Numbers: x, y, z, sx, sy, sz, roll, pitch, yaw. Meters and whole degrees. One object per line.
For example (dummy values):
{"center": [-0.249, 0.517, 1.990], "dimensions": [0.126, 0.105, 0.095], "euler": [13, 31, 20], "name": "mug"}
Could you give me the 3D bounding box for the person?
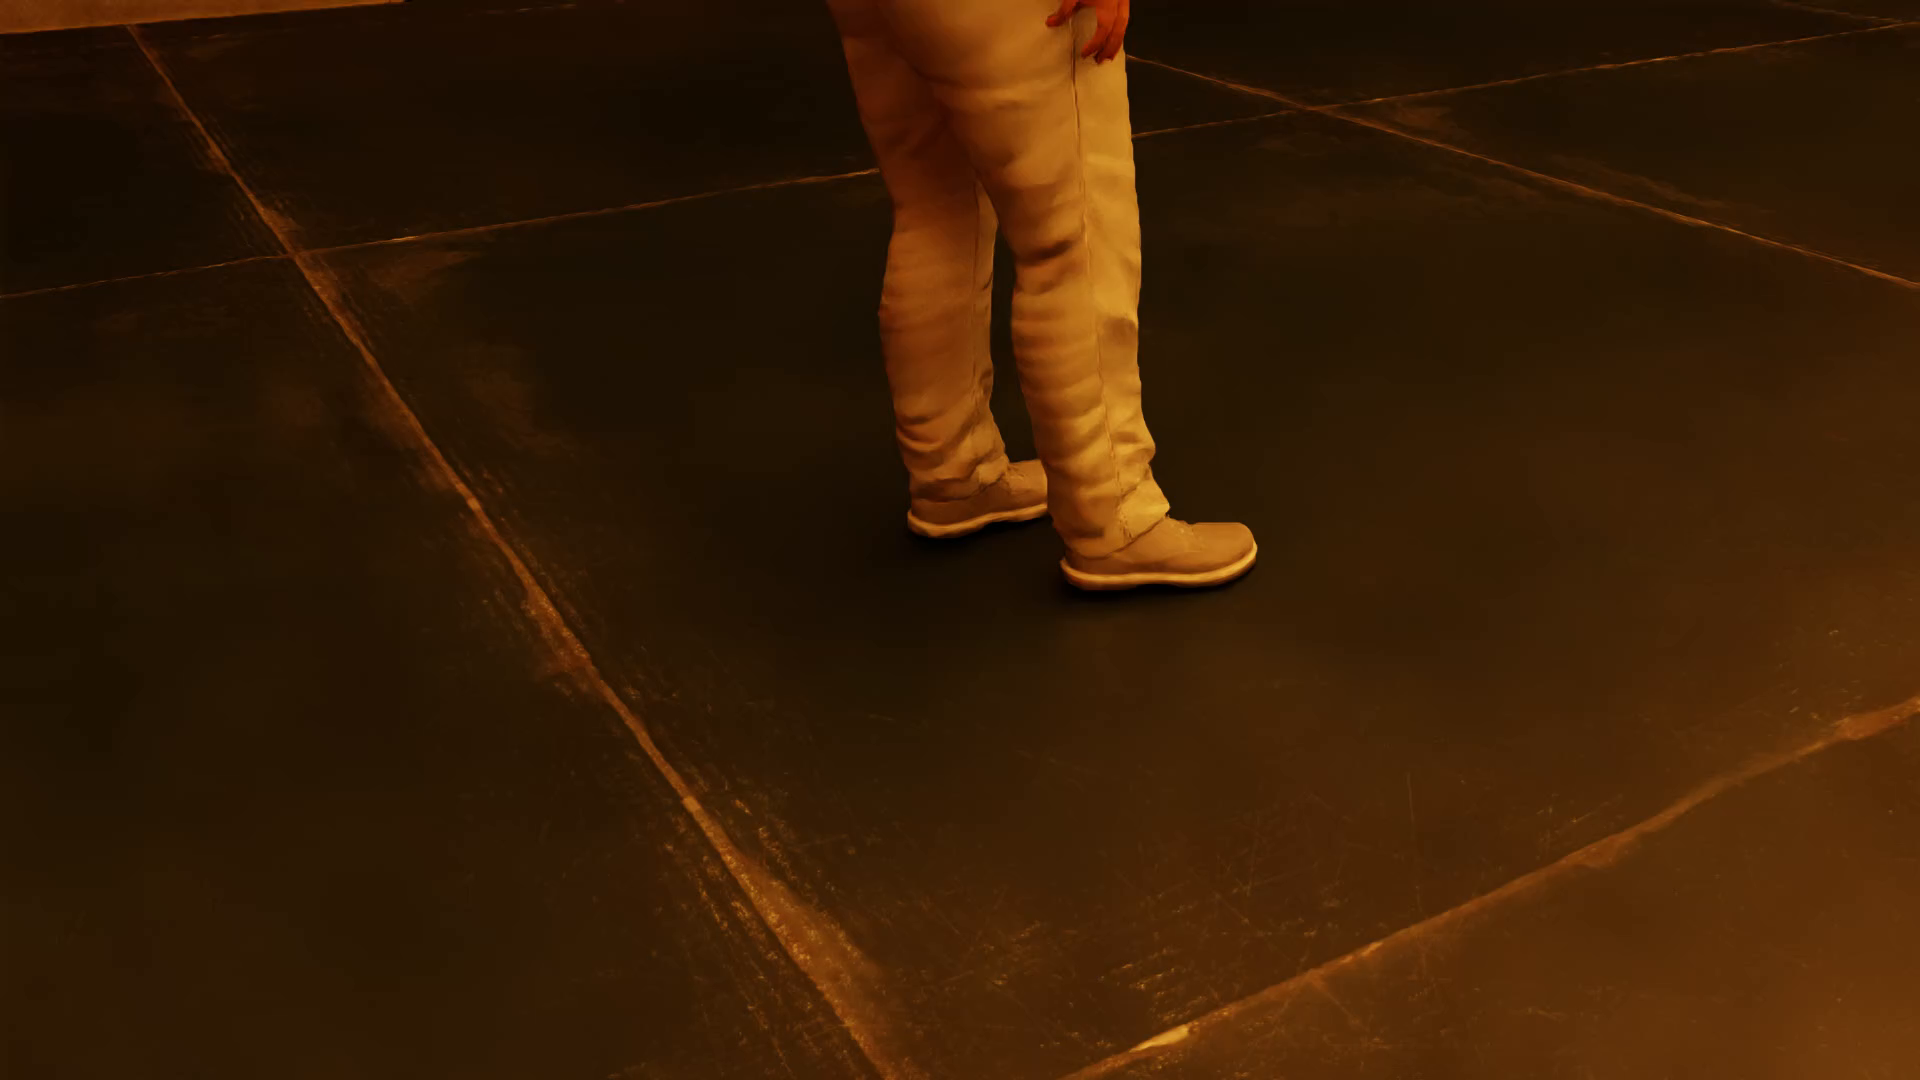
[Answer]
{"center": [0.078, -0.758, 2.136], "dimensions": [0.529, 1.669, 0.598], "euler": [-15, 30, -26], "name": "person"}
